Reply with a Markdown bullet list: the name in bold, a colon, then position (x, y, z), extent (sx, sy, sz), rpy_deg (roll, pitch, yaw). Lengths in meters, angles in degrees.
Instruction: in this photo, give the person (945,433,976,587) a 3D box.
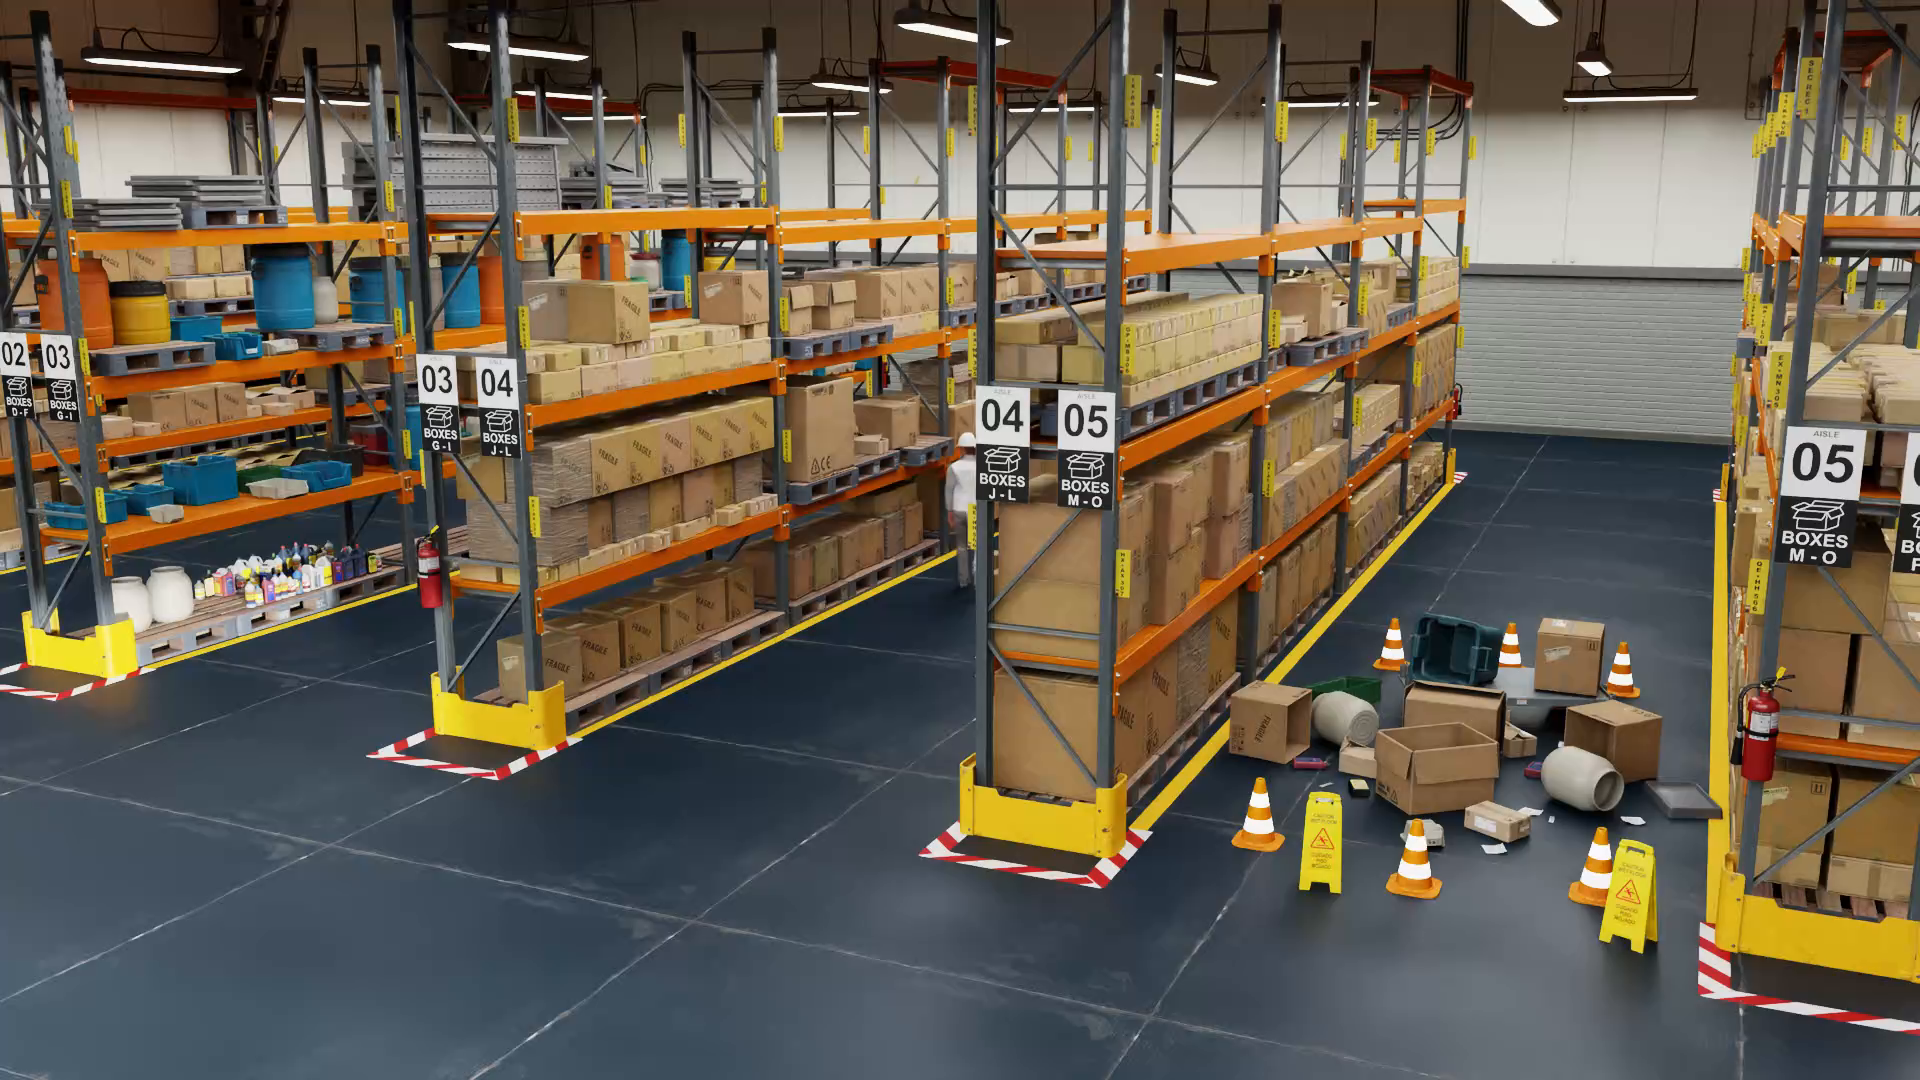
- **person**: position (0.112, -0.337, 18.887), extent (0.553, 1.773, 0.462), rpy_deg (1, 12, 4)
